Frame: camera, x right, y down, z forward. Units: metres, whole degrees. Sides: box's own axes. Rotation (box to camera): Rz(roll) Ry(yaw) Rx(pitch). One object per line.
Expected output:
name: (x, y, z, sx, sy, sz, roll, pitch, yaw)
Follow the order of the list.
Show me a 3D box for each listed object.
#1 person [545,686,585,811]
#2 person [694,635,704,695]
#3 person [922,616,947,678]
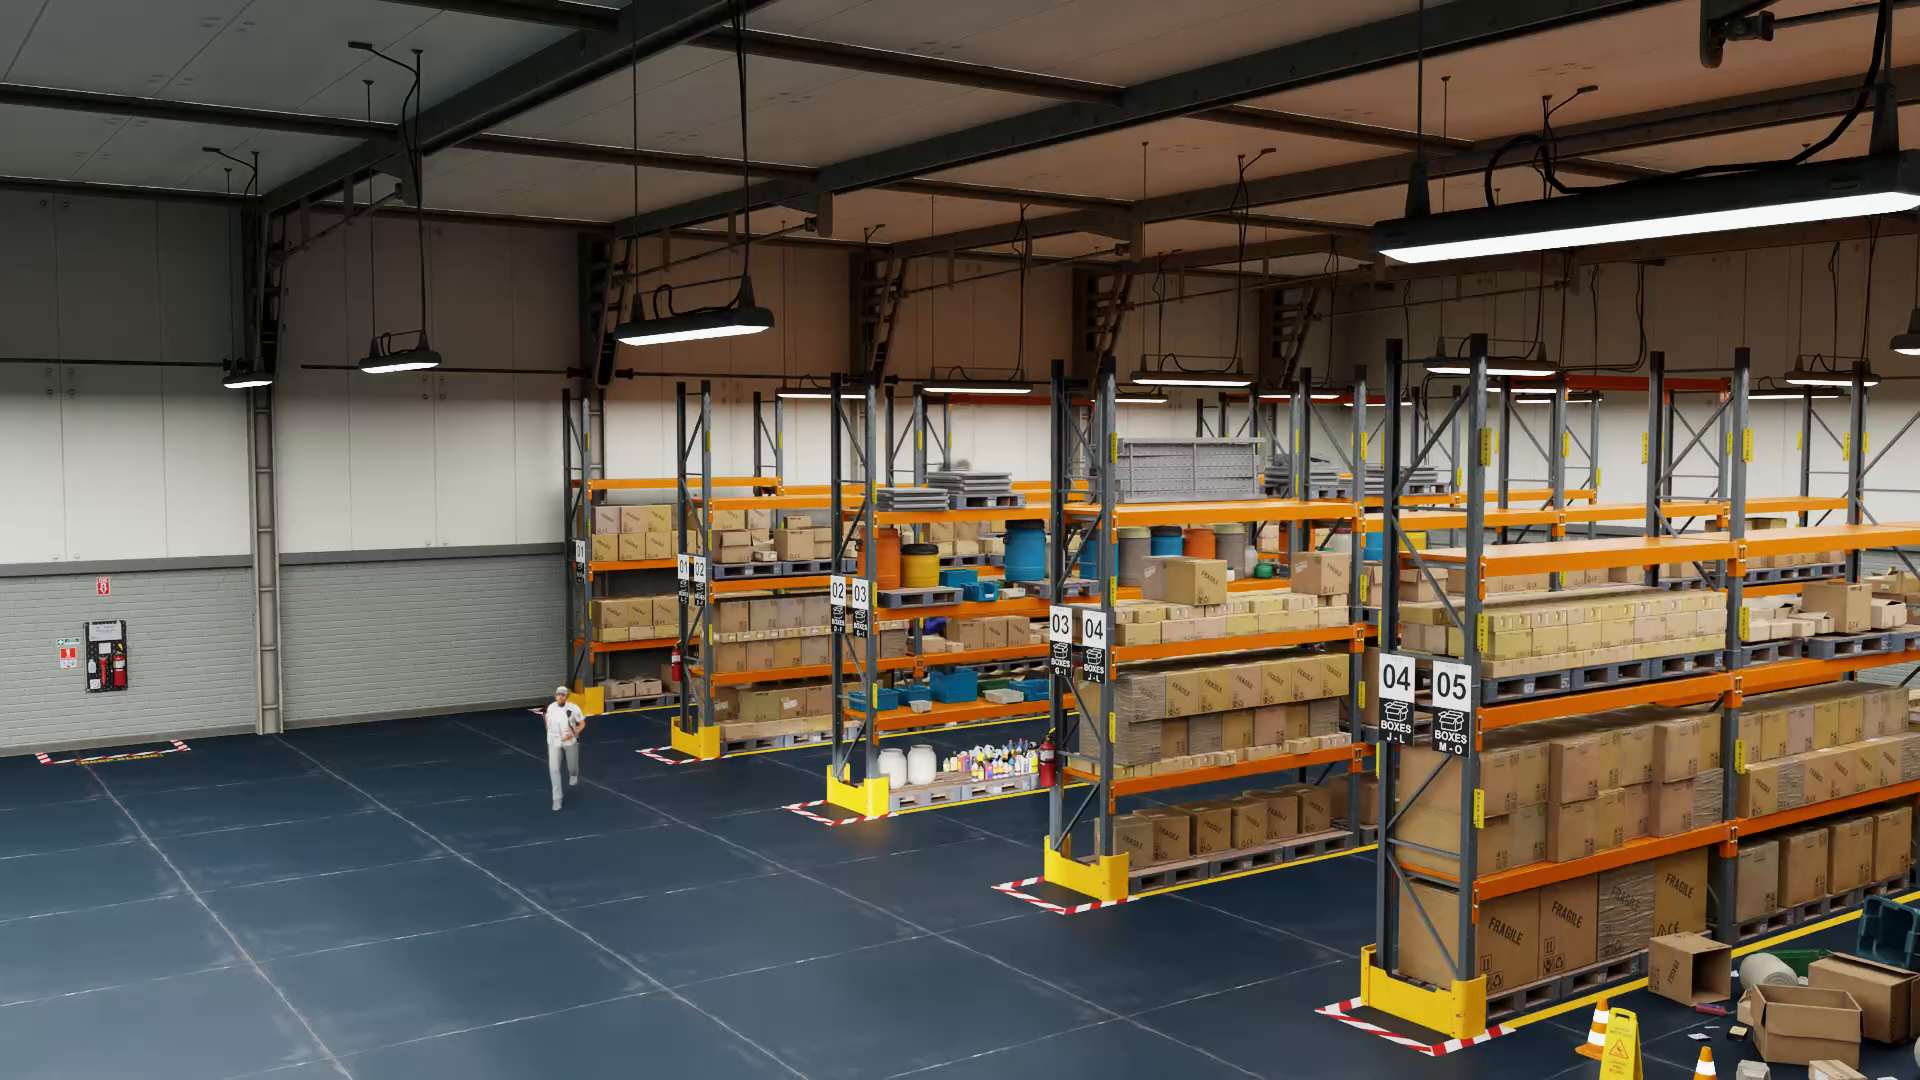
person: (-5.523, 2.874, 23.253, 0.578, 1.684, 1.066, 0, 4, -7)
person: (-4.464, 2.474, 29.067, 0.652, 1.657, 0.611, -3, 5, -42)
person: (-0.504, 2.056, 31.401, 0.853, 1.685, 0.576, -3, 5, -39)
